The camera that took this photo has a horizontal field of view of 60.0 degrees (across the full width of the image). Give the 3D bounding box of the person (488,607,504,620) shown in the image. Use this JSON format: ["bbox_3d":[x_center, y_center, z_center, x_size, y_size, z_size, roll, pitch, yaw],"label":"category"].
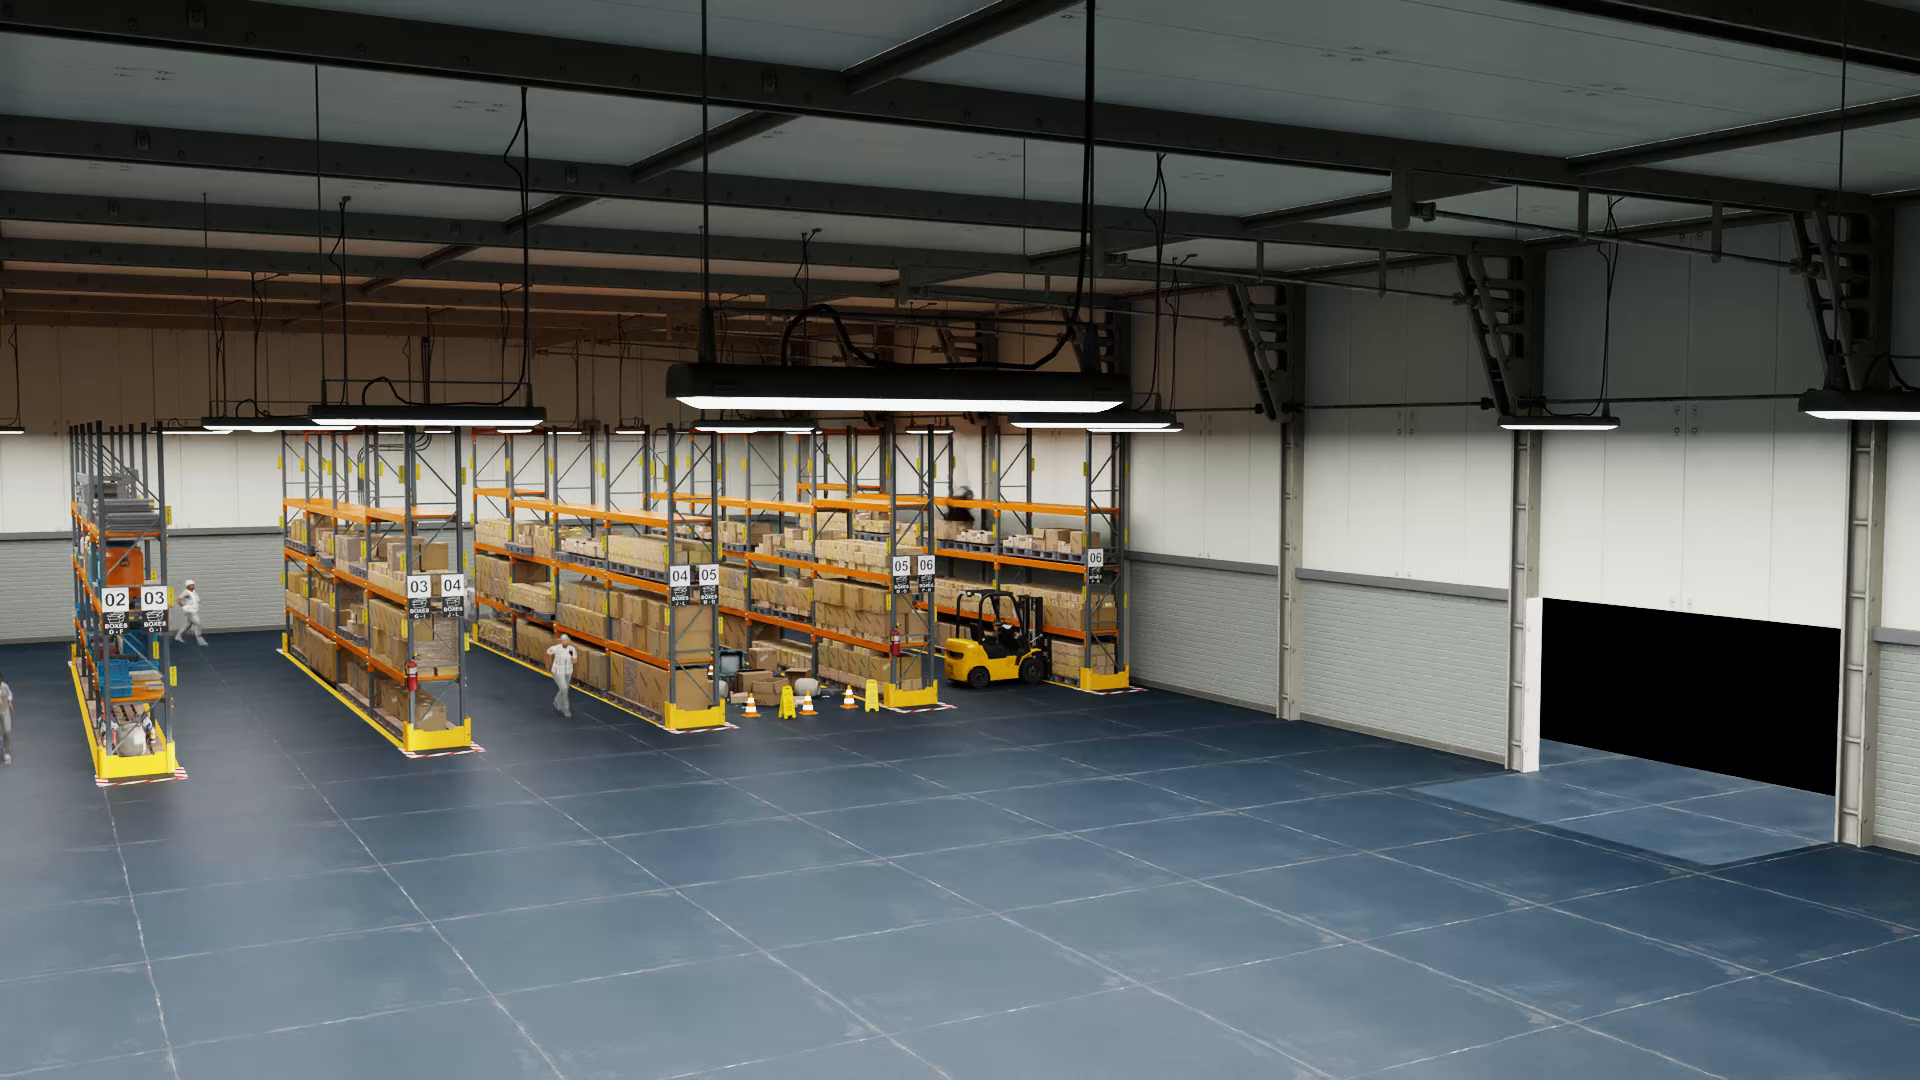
[{"bbox_3d":[-13.357,1.924,48.056,0.515,1.663,0.477,0,4,-7],"label":"person"}]

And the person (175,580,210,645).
[{"bbox_3d":[-21.074,1.991,45.588,0.934,1.804,0.678,-1,4,-12],"label":"person"}]

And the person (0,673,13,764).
[{"bbox_3d":[-16.935,3.115,29.298,0.504,1.623,0.711,-3,5,-41],"label":"person"}]

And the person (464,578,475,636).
[{"bbox_3d":[-14.174,1.926,47.778,0.587,1.655,0.631,1,4,21],"label":"person"}]

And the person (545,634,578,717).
[{"bbox_3d":[-8.220,2.785,34.349,0.627,1.713,0.863,-3,4,-36],"label":"person"}]
